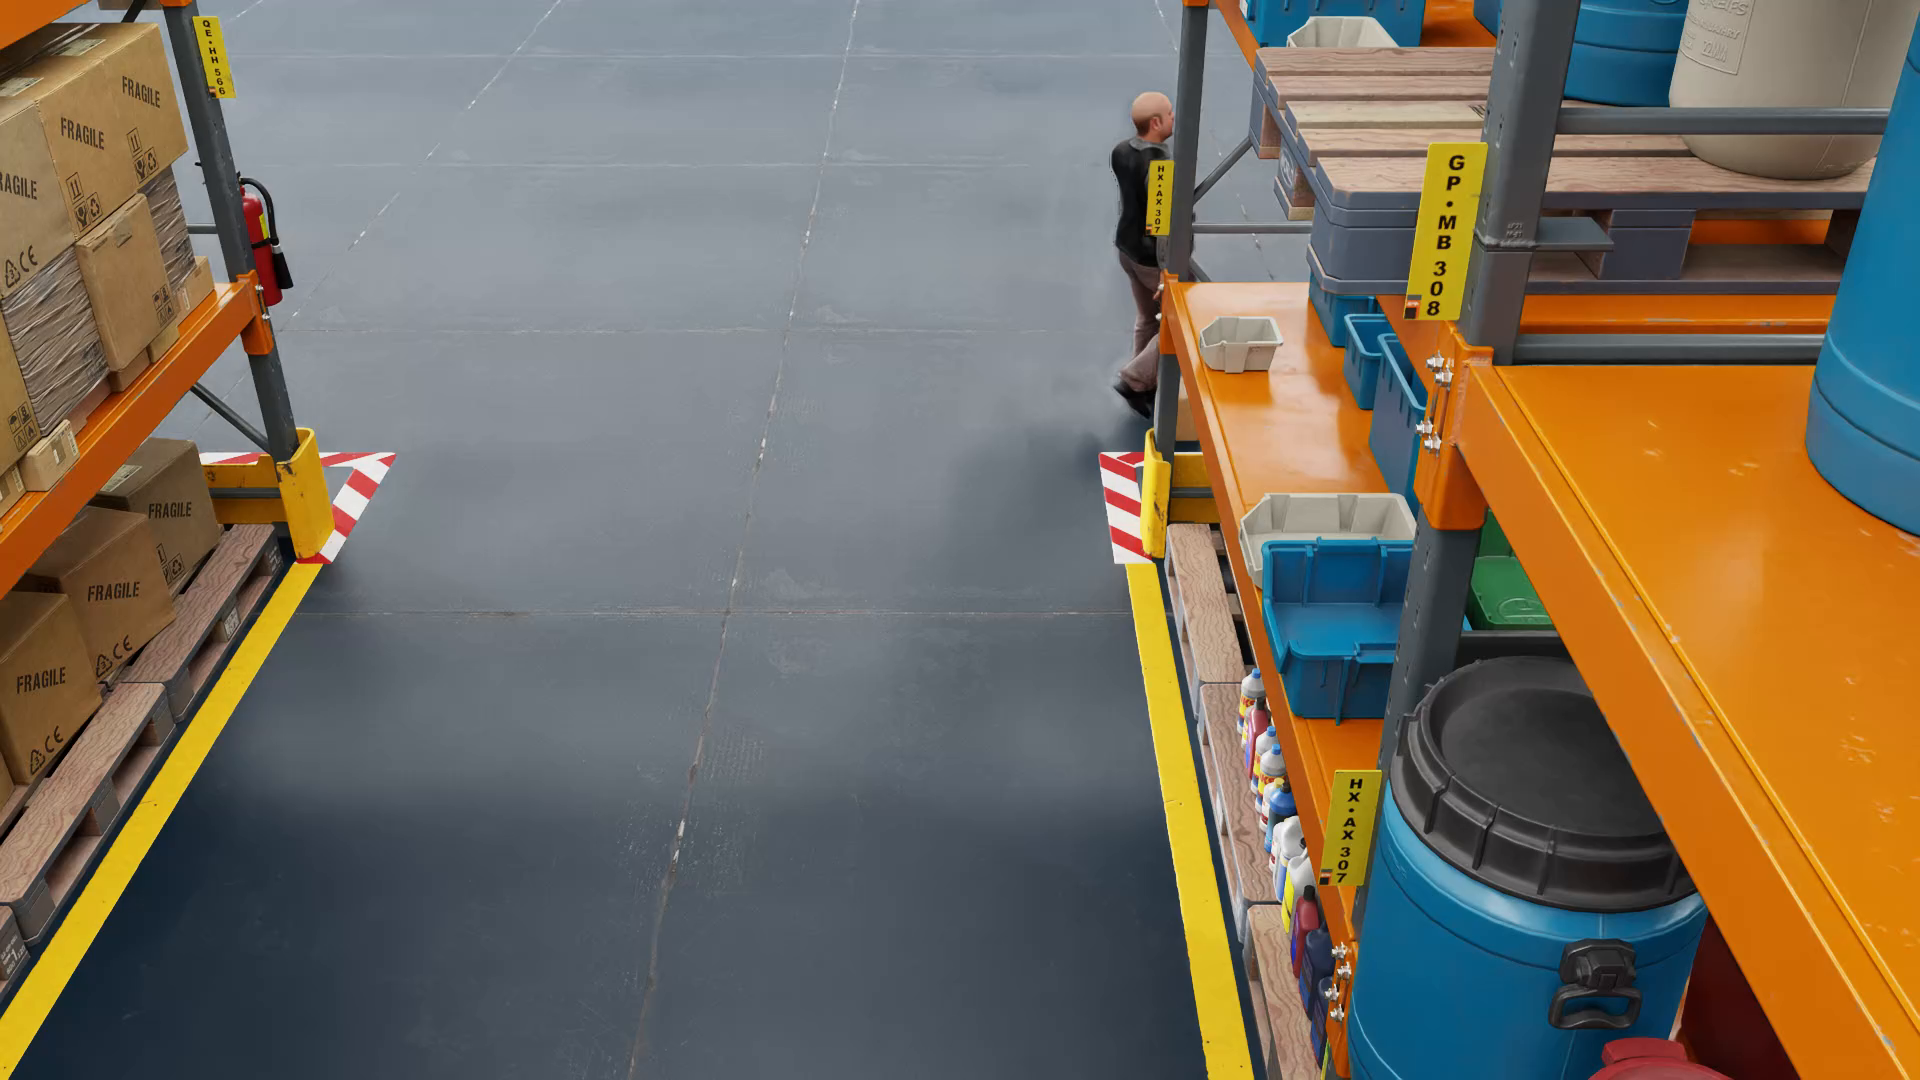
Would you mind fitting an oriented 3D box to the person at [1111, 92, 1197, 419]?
[{"bbox_3d":[1.005,-1.451,8.524,0.565,1.711,0.542,-14,34,-22],"label":"person"}]
